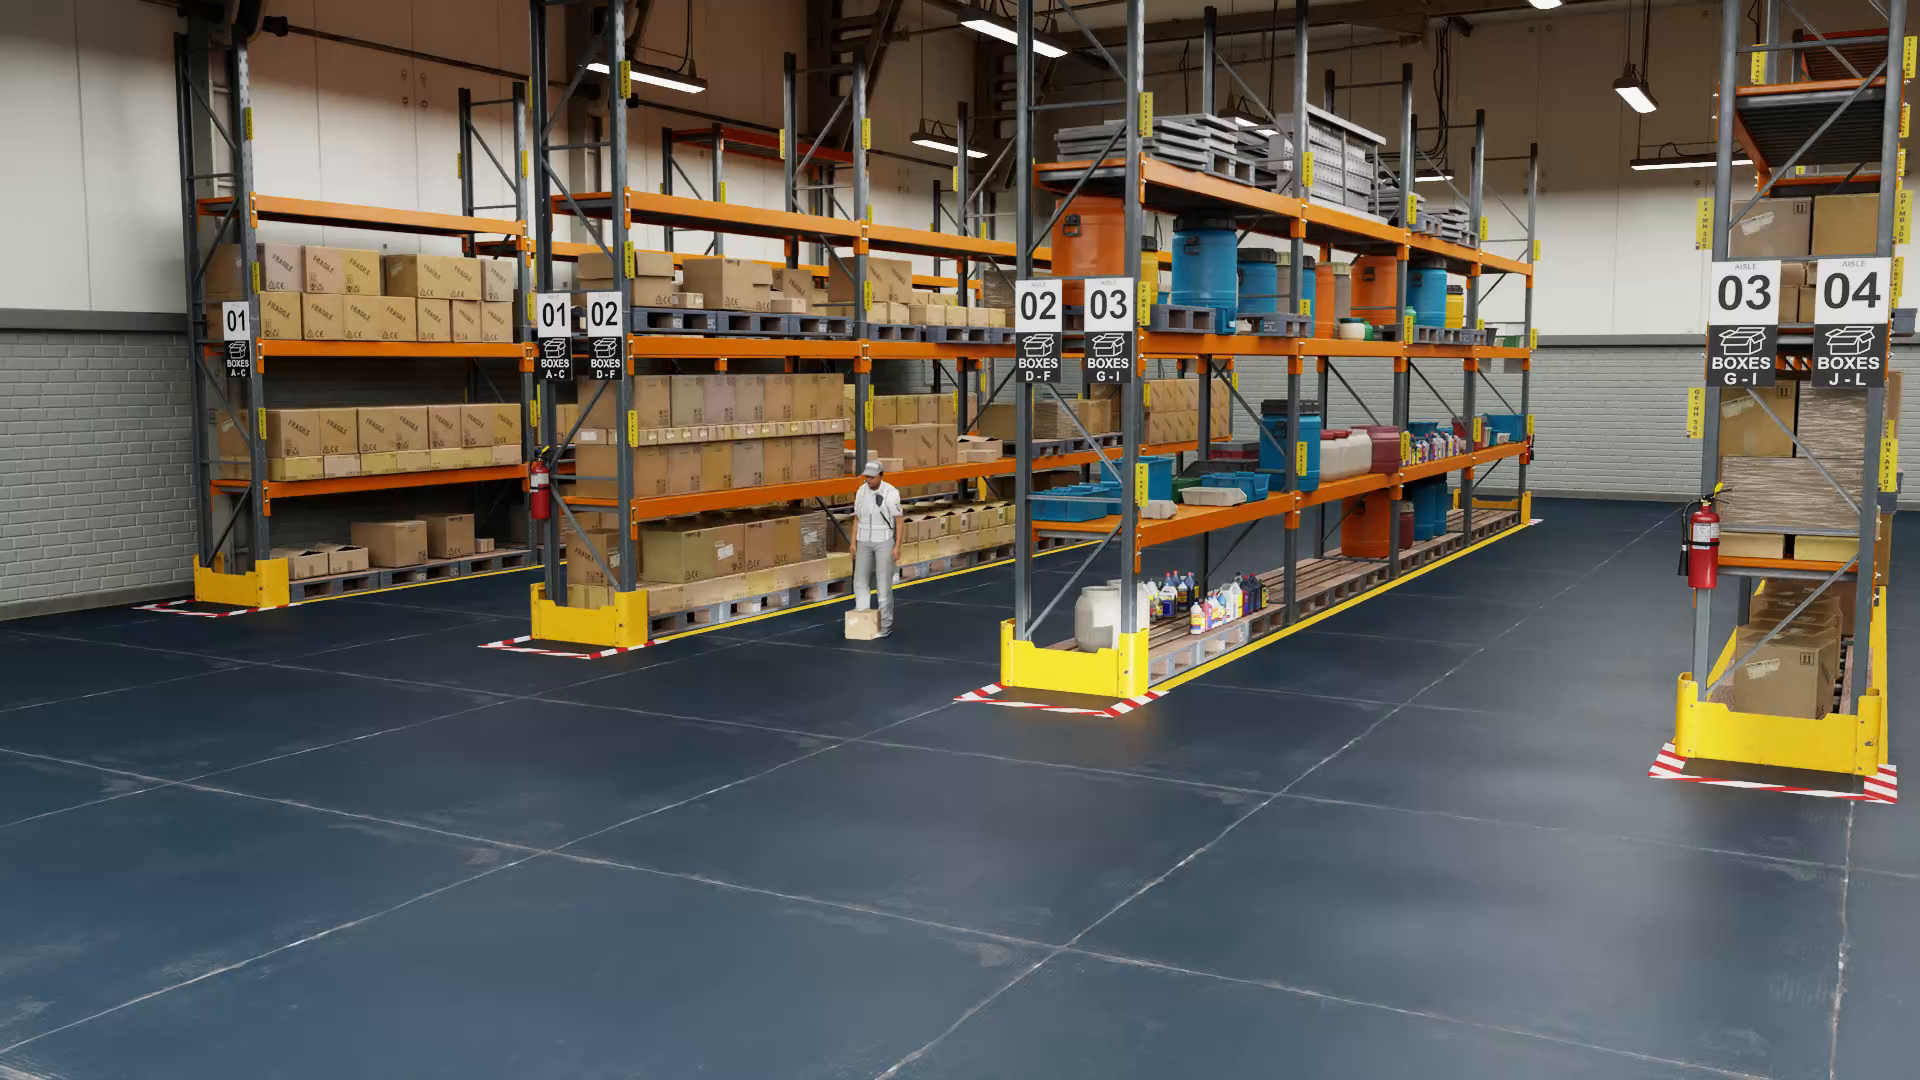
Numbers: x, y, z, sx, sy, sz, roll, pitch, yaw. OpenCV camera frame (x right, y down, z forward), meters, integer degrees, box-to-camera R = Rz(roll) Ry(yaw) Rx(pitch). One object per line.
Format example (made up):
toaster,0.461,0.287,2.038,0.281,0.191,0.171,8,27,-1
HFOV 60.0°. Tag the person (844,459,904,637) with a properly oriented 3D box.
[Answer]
person,-0.804,0.066,15.717,0.557,1.667,0.468,3,7,26
